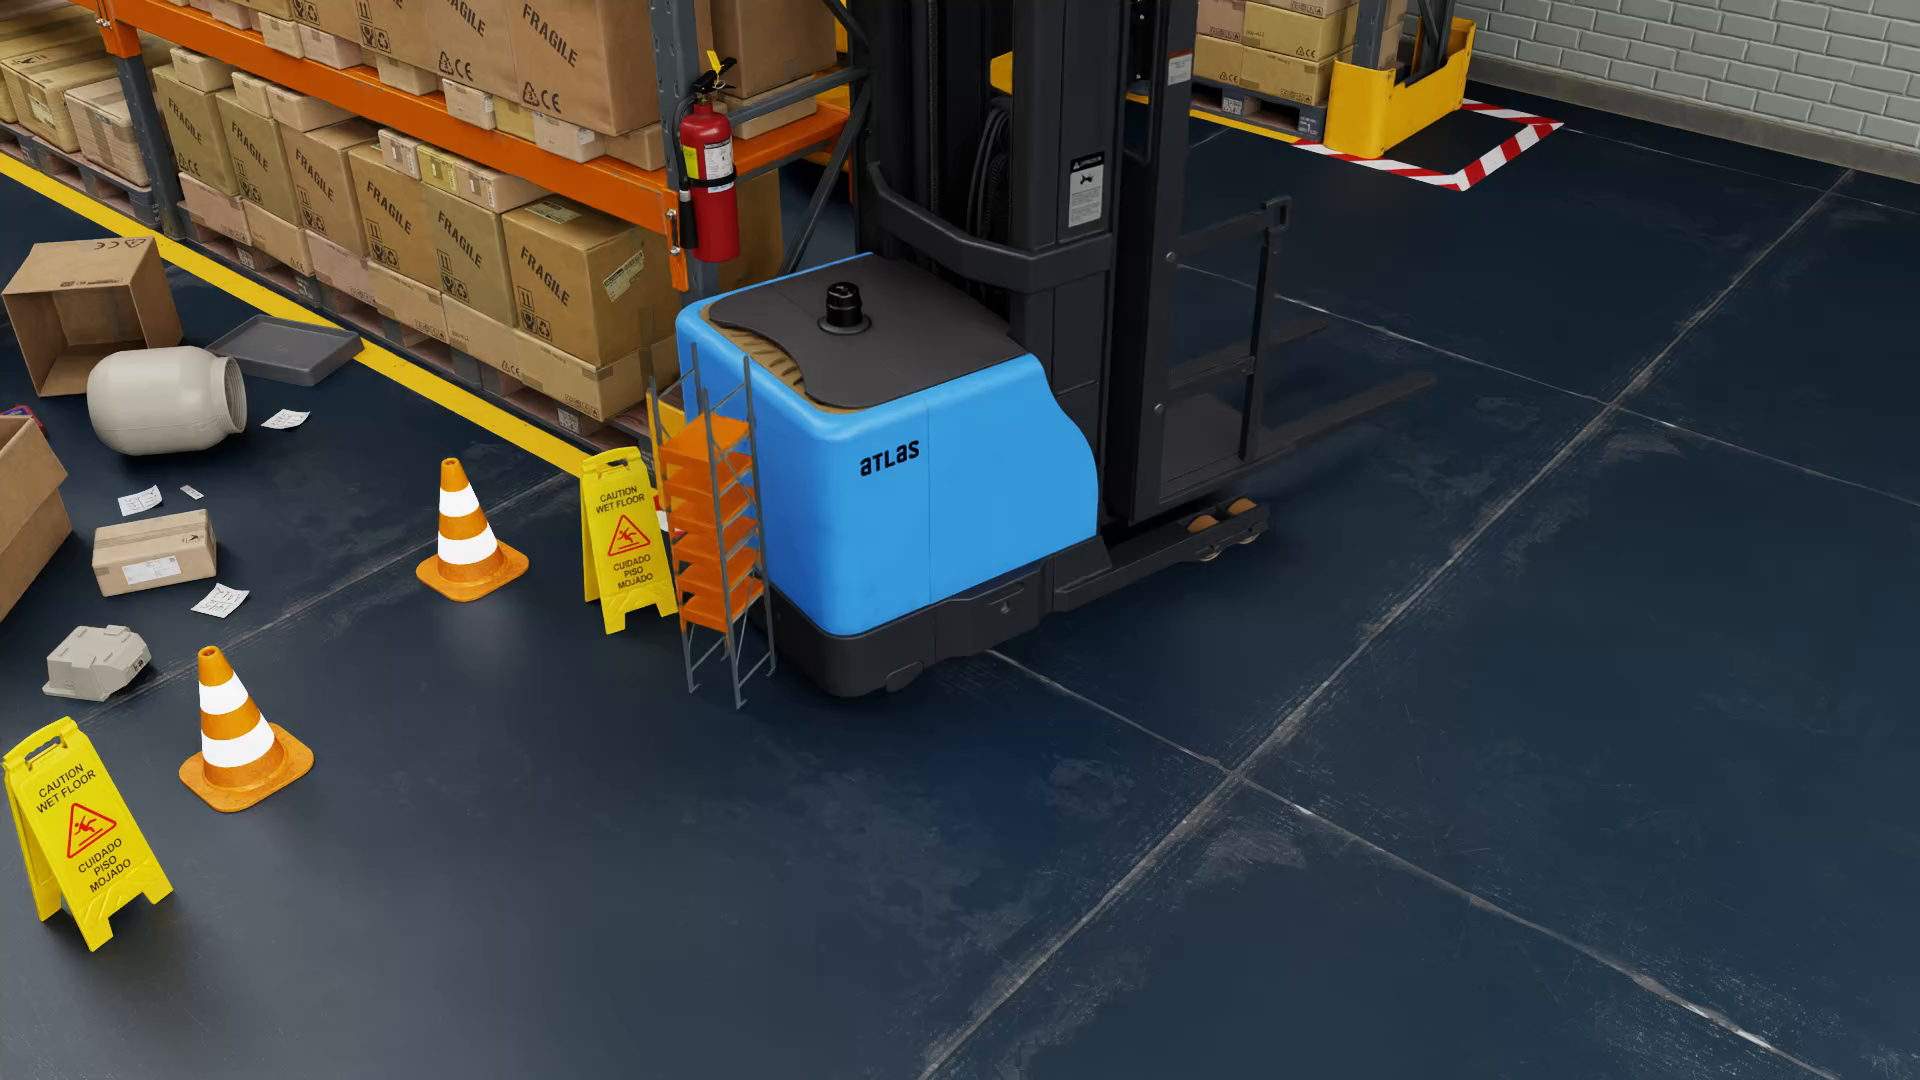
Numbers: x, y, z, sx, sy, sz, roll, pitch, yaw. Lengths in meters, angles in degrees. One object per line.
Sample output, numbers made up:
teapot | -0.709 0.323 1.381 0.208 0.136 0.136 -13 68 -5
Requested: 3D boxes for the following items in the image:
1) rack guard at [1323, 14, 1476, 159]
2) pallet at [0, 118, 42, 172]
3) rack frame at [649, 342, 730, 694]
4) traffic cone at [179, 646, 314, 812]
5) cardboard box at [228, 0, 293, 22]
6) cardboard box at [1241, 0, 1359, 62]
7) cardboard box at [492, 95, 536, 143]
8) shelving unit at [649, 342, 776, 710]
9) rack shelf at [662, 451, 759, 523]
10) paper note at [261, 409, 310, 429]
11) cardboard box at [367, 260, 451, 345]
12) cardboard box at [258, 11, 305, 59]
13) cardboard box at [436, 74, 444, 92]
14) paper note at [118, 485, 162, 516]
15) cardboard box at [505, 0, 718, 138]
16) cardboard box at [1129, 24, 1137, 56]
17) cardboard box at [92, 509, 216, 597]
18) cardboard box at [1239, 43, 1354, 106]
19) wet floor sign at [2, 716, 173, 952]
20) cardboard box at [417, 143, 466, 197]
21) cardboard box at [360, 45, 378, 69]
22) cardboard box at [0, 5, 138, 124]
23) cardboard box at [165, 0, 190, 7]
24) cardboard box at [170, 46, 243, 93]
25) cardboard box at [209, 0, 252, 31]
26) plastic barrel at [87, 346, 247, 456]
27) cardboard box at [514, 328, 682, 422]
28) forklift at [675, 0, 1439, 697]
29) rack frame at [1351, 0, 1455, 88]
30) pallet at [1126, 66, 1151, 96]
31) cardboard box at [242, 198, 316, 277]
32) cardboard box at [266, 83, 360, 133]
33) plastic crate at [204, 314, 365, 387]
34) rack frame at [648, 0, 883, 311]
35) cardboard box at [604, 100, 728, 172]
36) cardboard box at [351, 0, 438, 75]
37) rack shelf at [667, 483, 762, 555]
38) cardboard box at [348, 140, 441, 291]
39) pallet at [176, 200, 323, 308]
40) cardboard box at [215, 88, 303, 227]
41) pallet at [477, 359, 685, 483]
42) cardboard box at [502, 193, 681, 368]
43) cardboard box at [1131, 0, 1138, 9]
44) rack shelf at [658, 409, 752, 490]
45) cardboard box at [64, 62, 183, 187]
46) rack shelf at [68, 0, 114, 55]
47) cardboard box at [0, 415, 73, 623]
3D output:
rack guard | 2.563 -2.657 9.677 0.348 0.500 1.175 25 42 32
pallet | -5.243 -2.557 9.787 1.213 0.211 1.003 25 42 32
rack frame | -0.844 -0.043 5.248 0.006 1.200 0.240 16 38 21
traffic cone | -2.233 0.522 5.081 0.334 0.463 0.336 25 42 32
cardboard box | -2.764 -2.508 6.901 0.500 0.500 0.500 25 42 31
cardboard box | 1.971 -2.982 9.559 0.500 0.250 0.500 25 41 31
cardboard box | -1.501 -1.619 6.180 0.250 0.149 0.380 24 41 31
shelving unit | -0.762 -0.020 5.215 0.189 1.200 0.258 16 38 21
rack shelf | -0.763 -0.179 5.102 0.180 0.103 0.258 16 38 21
paper note | -2.822 -0.509 6.965 0.148 0.019 0.142 12 36 16
cardboard box | -2.220 -1.128 7.301 0.500 0.250 0.500 24 41 30
cardboard box | -2.688 -2.159 6.966 0.250 0.149 0.380 25 42 32
cardboard box | -1.826 -1.853 6.521 0.250 0.149 0.380 26 42 32
paper note | -3.185 -0.156 6.460 0.148 0.019 0.142 -18 38 -25
cardboard box | -1.222 -1.775 5.835 0.500 0.500 0.500 24 41 31
cardboard box | 1.227 -3.138 10.227 0.500 0.250 0.500 26 42 32
cardboard box | -2.927 0.045 6.054 0.380 0.149 0.250 -12 36 -17
cardboard box | 1.982 -2.768 9.689 0.500 0.250 0.500 26 42 32
wet floor sign | -2.429 0.775 4.552 0.232 0.644 0.267 18 38 24
cardboard box | -1.927 -1.524 6.642 0.250 0.149 0.380 26 42 33
cardboard box | -2.215 -2.036 6.787 0.250 0.149 0.380 25 42 32
cardboard box | -5.197 -2.773 9.588 0.625 0.372 0.950 27 43 33
cardboard box | -3.438 -2.558 7.546 0.250 0.149 0.380 27 43 33
cardboard box | -3.364 -2.197 7.622 0.250 0.149 0.380 26 42 32
cardboard box | -3.047 -2.370 7.273 0.250 0.149 0.380 27 43 33
plastic barrel | -3.184 -0.562 6.695 0.512 0.421 0.421 -6 35 -8
cardboard box | -1.440 -0.759 6.763 0.500 0.250 0.500 25 42 32
forklift | 0.543 -1.353 5.631 3.031 2.935 1.130 -22 40 -28
rack frame | 2.545 -3.696 8.982 0.127 3.000 1.000 25 42 32
pallet | 0.997 -3.247 10.792 1.213 0.211 1.003 25 42 32
cardboard box | -3.004 -1.504 7.848 0.500 0.250 0.500 28 43 34
cardboard box | -2.759 -1.916 7.212 0.250 0.149 0.380 28 43 34
plastic crate | -3.020 -0.855 7.424 0.583 0.080 0.402 12 36 16
rack frame | -0.628 -1.535 5.835 0.127 3.000 1.000 25 42 32
cardboard box | -1.052 -1.474 5.968 0.250 0.149 0.380 27 43 33
cardboard box | -1.986 -2.142 6.368 0.500 0.500 0.500 25 42 32
rack shelf | -0.762 -0.081 5.171 0.180 0.103 0.258 16 38 21
cardboard box | -2.197 -1.434 7.084 0.500 0.500 0.500 24 41 31
pallet | -3.163 -1.606 8.403 1.213 0.211 1.003 25 42 32
cardboard box | -3.003 -1.813 7.635 0.500 0.500 0.500 27 43 34
pallet | -1.288 -0.723 7.116 1.213 0.211 1.003 25 42 32
cardboard box | -1.411 -1.060 6.540 0.500 0.500 0.500 26 42 32
cardboard box | 1.182 -3.346 10.089 0.500 0.250 0.500 24 41 31
rack shelf | -0.763 -0.277 5.033 0.180 0.103 0.258 16 38 21
cardboard box | -4.107 -2.263 8.845 0.625 0.372 0.950 26 42 32
rack shelf | -5.239 -3.412 9.204 4.000 0.370 1.077 25 42 32
cardboard box | -3.598 -0.041 5.865 0.637 0.503 0.797 0 34 0
